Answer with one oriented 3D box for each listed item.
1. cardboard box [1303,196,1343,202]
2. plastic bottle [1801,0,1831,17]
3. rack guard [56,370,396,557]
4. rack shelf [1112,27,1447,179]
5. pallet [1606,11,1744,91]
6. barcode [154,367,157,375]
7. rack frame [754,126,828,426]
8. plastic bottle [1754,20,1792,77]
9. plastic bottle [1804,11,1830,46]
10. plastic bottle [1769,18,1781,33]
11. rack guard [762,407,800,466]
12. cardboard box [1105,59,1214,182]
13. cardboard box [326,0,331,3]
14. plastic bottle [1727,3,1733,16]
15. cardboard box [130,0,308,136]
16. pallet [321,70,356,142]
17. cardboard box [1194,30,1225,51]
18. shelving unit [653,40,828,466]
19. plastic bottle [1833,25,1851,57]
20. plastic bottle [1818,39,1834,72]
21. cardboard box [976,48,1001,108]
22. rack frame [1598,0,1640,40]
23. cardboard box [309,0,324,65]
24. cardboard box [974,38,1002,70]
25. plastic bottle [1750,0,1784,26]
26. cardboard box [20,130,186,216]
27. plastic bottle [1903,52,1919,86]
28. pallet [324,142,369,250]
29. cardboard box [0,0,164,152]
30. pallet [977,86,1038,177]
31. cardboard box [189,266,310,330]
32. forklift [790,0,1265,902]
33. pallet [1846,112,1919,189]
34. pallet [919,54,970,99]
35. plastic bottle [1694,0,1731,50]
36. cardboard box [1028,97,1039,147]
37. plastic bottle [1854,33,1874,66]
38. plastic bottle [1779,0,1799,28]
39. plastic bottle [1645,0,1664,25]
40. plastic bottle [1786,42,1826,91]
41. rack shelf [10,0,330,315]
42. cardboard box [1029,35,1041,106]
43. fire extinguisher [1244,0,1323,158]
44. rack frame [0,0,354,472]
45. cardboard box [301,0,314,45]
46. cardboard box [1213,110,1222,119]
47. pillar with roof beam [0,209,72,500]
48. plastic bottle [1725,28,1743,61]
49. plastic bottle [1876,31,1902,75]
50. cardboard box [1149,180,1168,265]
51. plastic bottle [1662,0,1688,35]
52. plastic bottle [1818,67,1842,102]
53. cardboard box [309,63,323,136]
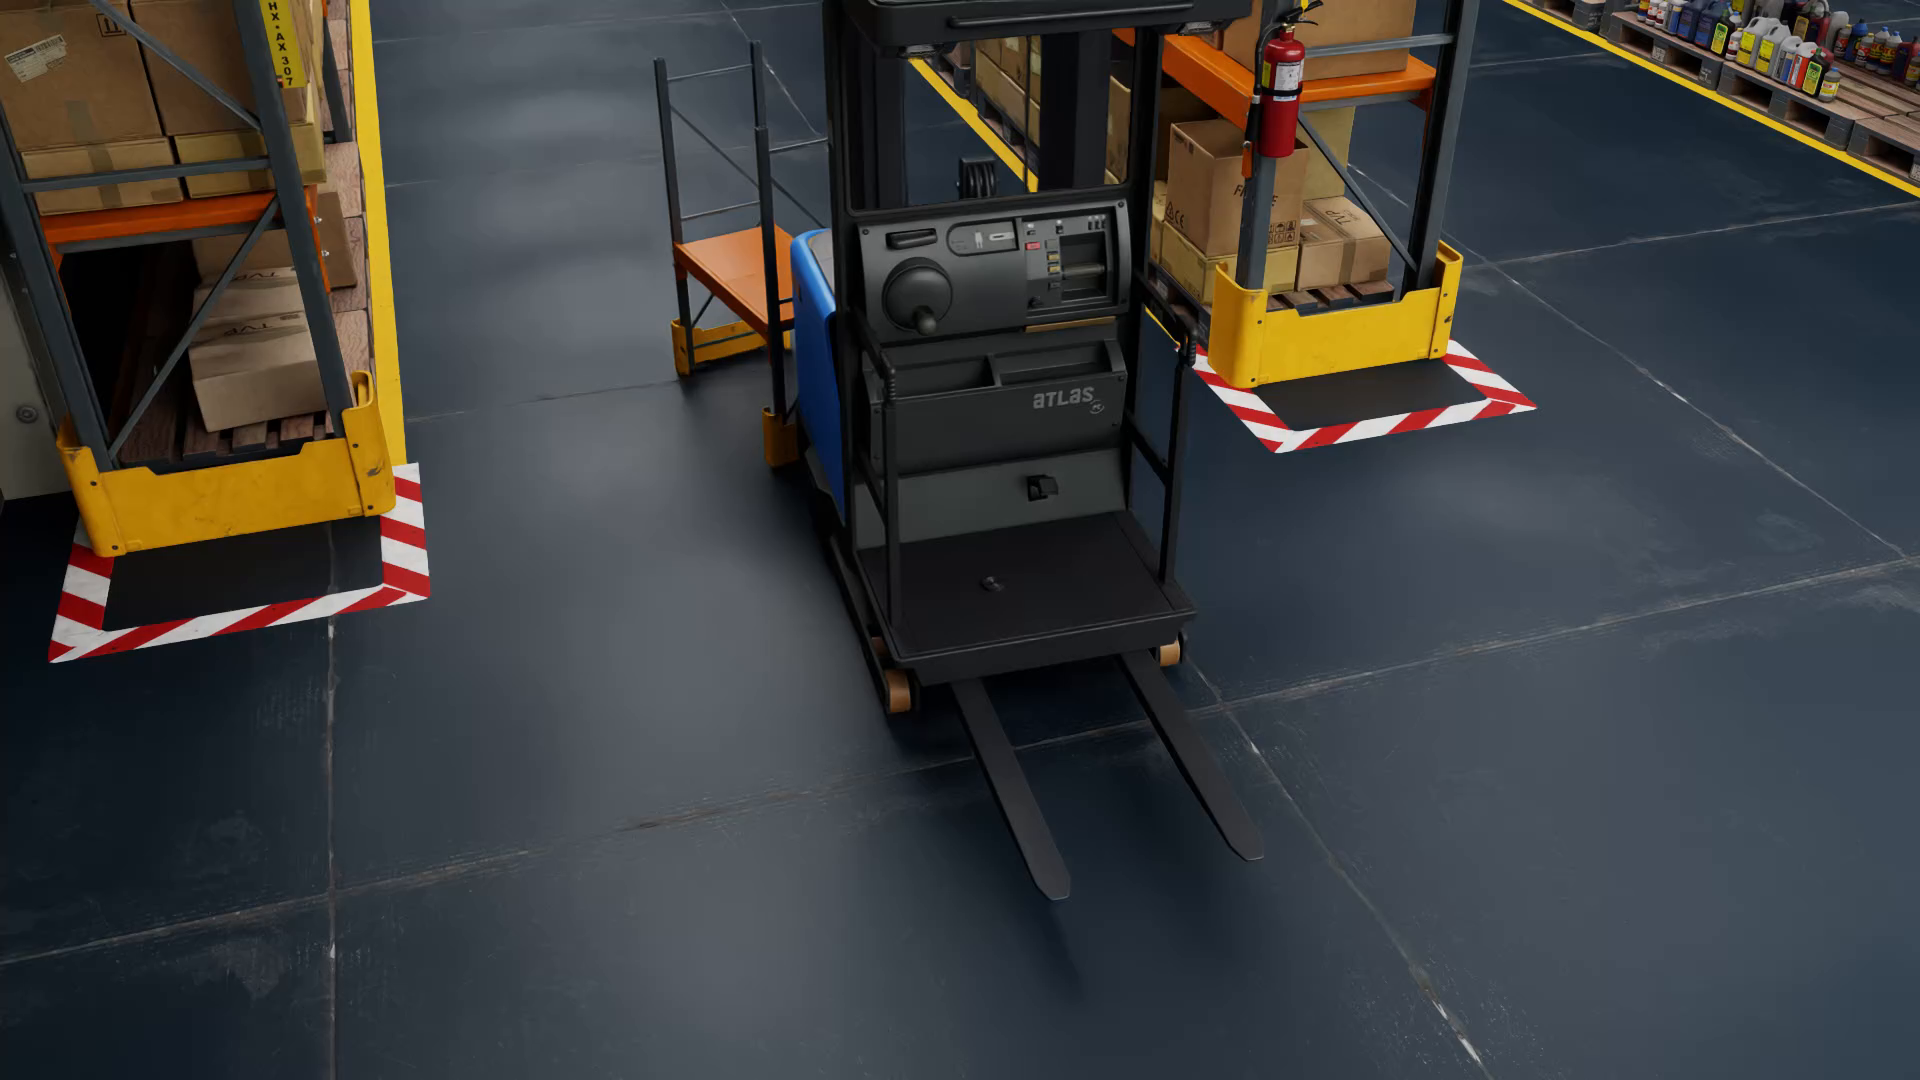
[{"bbox_3d":[1.674,-1.765,8.813,0.500,0.250,0.500,-10,35,-15],"label":"cardboard box"},{"bbox_3d":[5.908,-3.606,11.489,0.144,0.351,0.185,-10,35,-15],"label":"plastic bottle"},{"bbox_3d":[-2.958,-0.318,6.778,1.175,0.500,0.348,-10,35,-15],"label":"rack guard"},{"bbox_3d":[1.172,-2.906,9.079,1.077,0.370,4.000,-10,35,-15],"label":"rack shelf"},{"bbox_3d":[5.445,-3.564,11.952,1.003,0.211,1.213,-10,35,-15],"label":"pallet"},{"bbox_3d":[-3.446,-0.707,7.131,0.001,0.075,0.075,-10,35,-15],"label":"barcode"},{"bbox_3d":[-0.576,-1.037,6.958,0.500,1.500,0.032,-18,38,-26],"label":"rack frame"},{"bbox_3d":[5.375,-3.252,10.954,0.144,0.351,0.185,-9,34,-13],"label":"plastic bottle"},{"bbox_3d":[5.853,-3.473,11.350,0.061,0.283,0.133,-10,35,-15],"label":"plastic bottle"},{"bbox_3d":[5.452,-3.357,11.180,0.152,0.276,0.135,-10,35,-15],"label":"plastic bottle"},{"bbox_3d":[-0.586,-0.524,7.317,0.587,0.250,0.087,-18,38,-26],"label":"rack guard"},{"bbox_3d":[1.016,-2.251,8.869,0.500,0.500,0.500,-10,35,-15],"label":"cardboard box"},{"bbox_3d":[-5.106,-4.293,12.394,0.700,0.500,0.500,-10,35,-14],"label":"cardboard box"},{"bbox_3d":[5.290,-3.583,11.527,0.097,0.271,0.097,0,33,0],"label":"plastic bottle"},{"bbox_3d":[-2.794,-1.881,6.313,0.500,0.500,0.500,-10,35,-15],"label":"cardboard box"},{"bbox_3d":[-4.394,-2.666,10.593,1.003,0.211,1.213,-10,35,-15],"label":"pallet"},{"bbox_3d":[1.487,-2.720,8.055,0.700,0.500,0.500,-9,35,-13],"label":"cardboard box"},{"bbox_3d":[-0.844,-1.281,7.328,0.587,1.500,1.083,-18,38,-26],"label":"shelving unit"},{"bbox_3d":[6.016,-3.400,11.313,0.097,0.201,0.097,0,33,0],"label":"plastic bottle"},{"bbox_3d":[5.573,-3.083,10.760,0.061,0.283,0.133,-10,35,-15],"label":"plastic bottle"},{"bbox_3d":[0.414,-2.990,10.667,0.500,0.250,0.500,-10,35,-15],"label":"cardboard box"},{"bbox_3d":[5.280,-5.087,11.728,1.000,3.000,0.127,-10,35,-15],"label":"rack frame"},{"bbox_3d":[-3.255,-2.381,7.750,0.500,0.250,0.500,-10,35,-14],"label":"cardboard box"},{"bbox_3d":[0.405,-3.301,10.458,0.500,0.500,0.500,-10,35,-15],"label":"cardboard box"},{"bbox_3d":[5.676,-3.706,11.709,0.152,0.276,0.135,-10,35,-15],"label":"plastic bottle"},{"bbox_3d":[-3.262,-1.480,6.386,0.500,0.250,0.500,-10,35,-14],"label":"cardboard box"},{"bbox_3d":[6.212,-3.062,10.802,0.097,0.201,0.097,0,33,0],"label":"plastic bottle"},{"bbox_3d":[-3.916,-1.911,9.451,1.003,0.211,1.213,-10,35,-15],"label":"pallet"},{"bbox_3d":[-3.281,-1.791,6.178,0.500,0.500,0.500,-10,35,-15],"label":"cardboard box"},{"bbox_3d":[0.764,-2.668,10.596,1.003,0.211,1.213,-10,35,-15],"label":"pallet"},{"bbox_3d":[-3.234,-1.060,7.674,0.500,0.311,0.500,-7,34,-11],"label":"cardboard box"},{"bbox_3d":[0.183,-0.854,5.384,1.130,2.935,3.031,-9,34,-13],"label":"forklift"},{"bbox_3d":[6.190,-2.283,10.014,1.003,0.211,1.213,-10,35,-15],"label":"pallet"},{"bbox_3d":[0.300,-3.473,11.814,1.003,0.211,1.213,-10,35,-15],"label":"pallet"},{"bbox_3d":[5.189,-3.573,11.440,0.144,0.351,0.185,-11,35,-17],"label":"plastic bottle"},{"bbox_3d":[0.710,-2.463,9.870,0.500,0.250,0.500,-10,35,-15],"label":"cardboard box"},{"bbox_3d":[6.079,-3.292,11.150,0.097,0.201,0.097,0,33,0],"label":"plastic bottle"},{"bbox_3d":[5.810,-3.775,11.746,0.144,0.351,0.185,-12,35,-17],"label":"plastic bottle"},{"bbox_3d":[4.991,-3.809,11.932,0.097,0.201,0.097,0,33,0],"label":"plastic bottle"},{"bbox_3d":[5.472,-3.062,10.734,0.152,0.276,0.135,-10,35,-14],"label":"plastic bottle"},{"bbox_3d":[-3.545,-2.071,7.816,1.077,0.370,4.000,-10,35,-15],"label":"rack shelf"},{"bbox_3d":[0.710,-2.776,9.663,0.500,0.500,0.500,-10,35,-15],"label":"cardboard box"},{"bbox_3d":[1.376,-1.984,7.101,0.296,0.674,0.183,-10,35,-15],"label":"fire extinguisher"},{"bbox_3d":[-2.935,-1.321,6.028,1.000,3.000,0.127,-10,35,-15],"label":"rack frame"},{"bbox_3d":[-3.087,-2.414,7.121,0.500,0.500,0.500,-11,35,-16],"label":"cardboard box"},{"bbox_3d":[1.511,-2.338,9.001,0.500,0.500,0.500,-10,35,-15],"label":"cardboard box"},{"bbox_3d":[0.128,-4.770,5.806,9.100,9.000,0.400,-10,35,-15],"label":"pillar with roof beam"},{"bbox_3d":[5.253,-3.358,11.250,0.097,0.201,0.097,0,33,0],"label":"plastic bottle"},{"bbox_3d":[6.140,-3.217,10.973,0.097,0.271,0.097,0,33,0],"label":"plastic bottle"},{"bbox_3d":[1.173,-1.676,8.679,0.500,0.250,0.500,-10,35,-15],"label":"cardboard box"},{"bbox_3d":[5.085,-3.728,11.743,0.152,0.276,0.135,-9,34,-13],"label":"plastic bottle"},{"bbox_3d":[5.523,-2.894,10.547,0.097,0.201,0.097,0,33,0],"label":"plastic bottle"},{"bbox_3d":[-2.953,-1.847,6.942,0.500,0.250,0.500,-11,35,-16],"label":"cardboard box"}]
